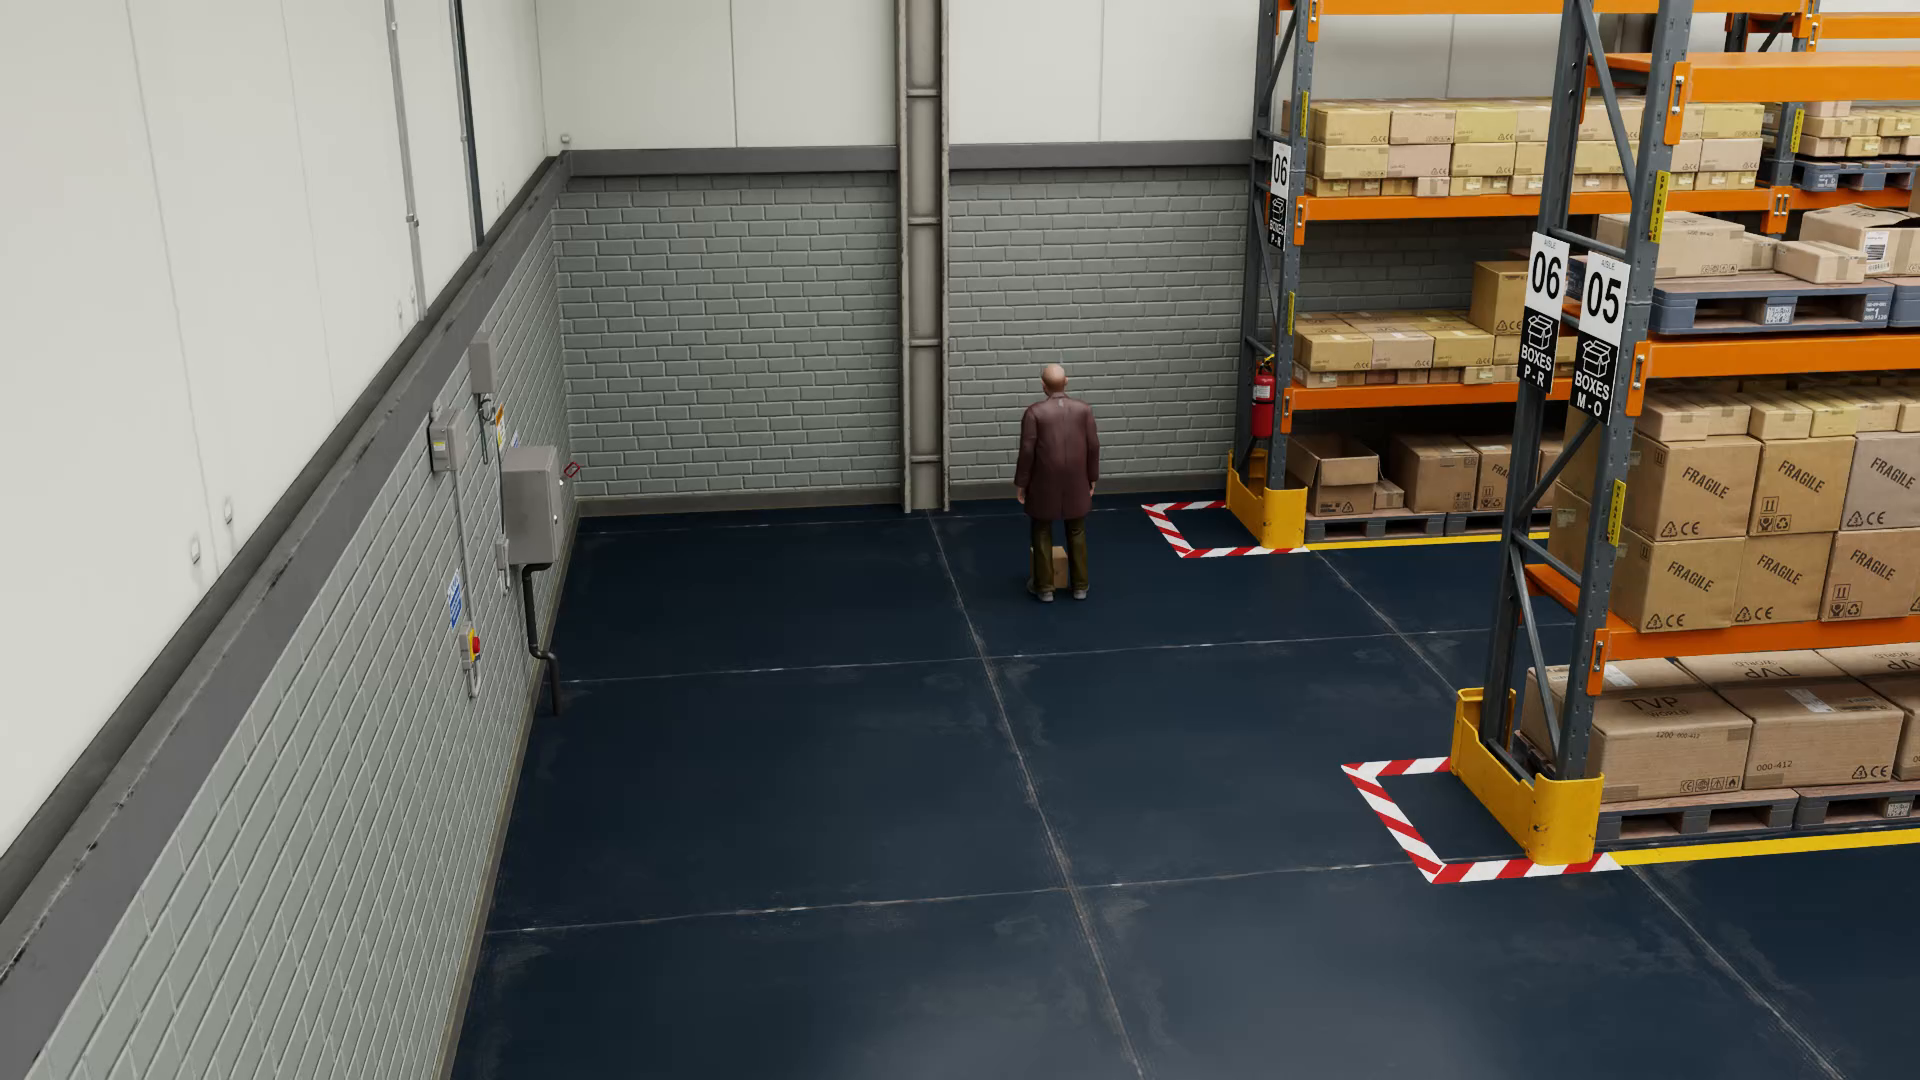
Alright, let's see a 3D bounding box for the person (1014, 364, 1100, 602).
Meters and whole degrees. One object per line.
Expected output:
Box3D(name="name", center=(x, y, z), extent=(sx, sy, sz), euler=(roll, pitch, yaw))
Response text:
Box3D(name="person", center=(0.712, -0.421, 12.272), extent=(0.649, 1.772, 0.429), euler=(-4, 20, -11))
